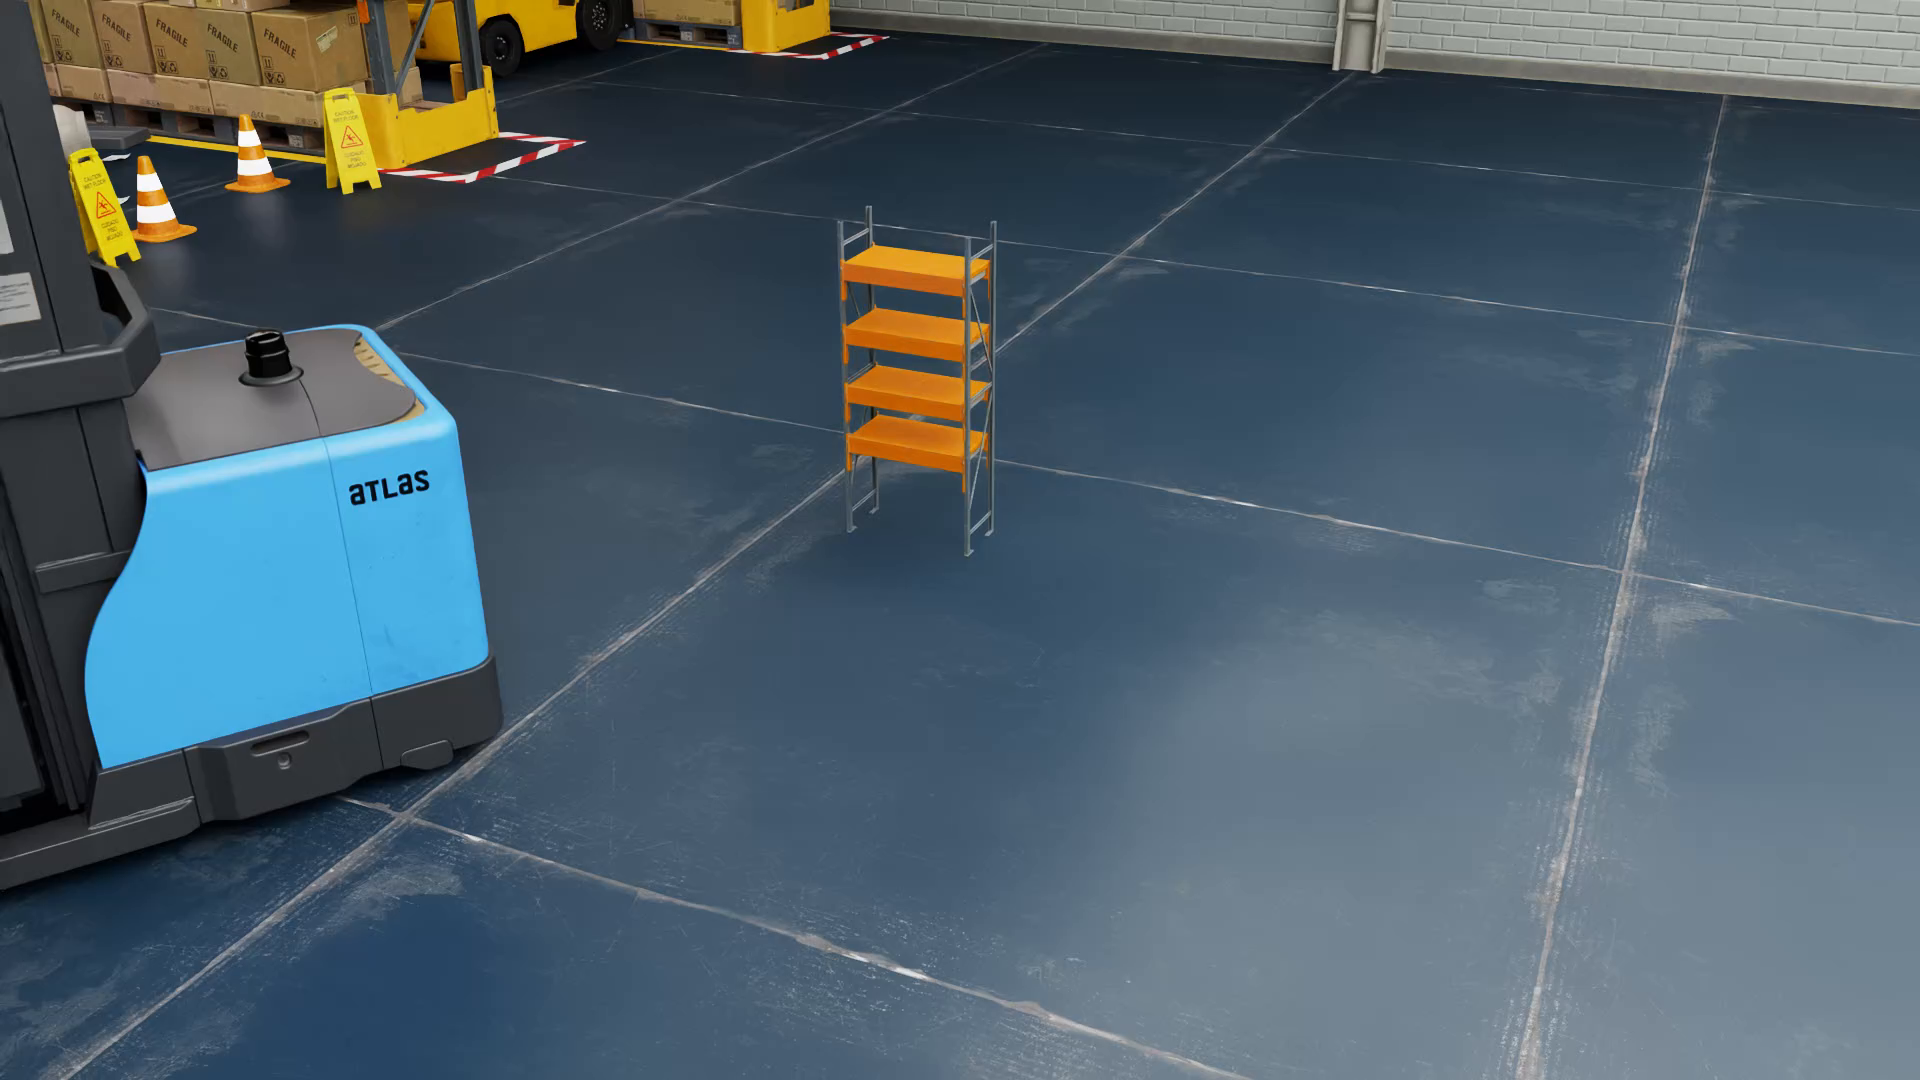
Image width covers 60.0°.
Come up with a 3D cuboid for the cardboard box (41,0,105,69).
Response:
[{"bbox_3d":[-6.448,-3.846,12.454,0.500,0.500,0.500,13,29,24],"label":"cardboard box"}]

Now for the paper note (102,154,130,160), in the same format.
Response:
[{"bbox_3d":[-5.933,-2.694,11.687,0.148,0.019,0.142,2,26,4],"label":"paper note"}]

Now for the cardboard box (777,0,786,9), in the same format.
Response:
[{"bbox_3d":[-2.039,-5.253,16.161,0.500,0.250,0.500,11,28,22],"label":"cardboard box"}]

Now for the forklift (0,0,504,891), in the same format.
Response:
[{"bbox_3d":[-2.887,-0.524,3.996,3.031,2.935,1.130,-15,30,-28],"label":"forklift"}]

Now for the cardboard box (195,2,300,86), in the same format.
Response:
[{"bbox_3d":[-5.038,-3.560,11.873,0.500,0.500,0.500,12,29,24],"label":"cardboard box"}]

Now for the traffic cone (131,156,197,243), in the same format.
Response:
[{"bbox_3d":[-4.800,-2.046,9.882,0.334,0.463,0.336,11,28,22],"label":"traffic cone"}]

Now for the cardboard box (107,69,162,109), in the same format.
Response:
[{"bbox_3d":[-5.966,-3.414,12.425,0.500,0.250,0.500,11,28,21],"label":"cardboard box"}]

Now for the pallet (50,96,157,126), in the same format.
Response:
[{"bbox_3d":[-6.740,-3.505,13.130,1.213,0.211,1.003,11,28,22],"label":"pallet"}]

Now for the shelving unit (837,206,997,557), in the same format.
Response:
[{"bbox_3d":[-0.151,-0.569,6.046,0.503,1.200,0.258,11,28,22],"label":"shelving unit"}]

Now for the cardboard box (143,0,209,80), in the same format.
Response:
[{"bbox_3d":[-5.495,-3.655,12.066,0.500,0.500,0.500,11,28,21],"label":"cardboard box"}]

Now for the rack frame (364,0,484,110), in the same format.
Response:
[{"bbox_3d":[-3.724,-4.133,11.249,0.127,3.000,1.000,11,28,22],"label":"rack frame"}]

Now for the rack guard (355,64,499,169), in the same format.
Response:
[{"bbox_3d":[-3.794,-3.025,11.829,0.348,0.500,1.175,11,28,22],"label":"rack guard"}]

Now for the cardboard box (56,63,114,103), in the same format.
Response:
[{"bbox_3d":[-6.450,-3.510,12.620,0.500,0.250,0.500,13,29,25],"label":"cardboard box"}]

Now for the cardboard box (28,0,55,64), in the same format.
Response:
[{"bbox_3d":[-6.940,-3.939,12.644,0.500,0.500,0.500,13,29,24],"label":"cardboard box"}]

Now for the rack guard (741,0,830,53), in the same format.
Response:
[{"bbox_3d":[-1.651,-5.004,15.847,0.348,0.500,1.175,11,28,22],"label":"rack guard"}]

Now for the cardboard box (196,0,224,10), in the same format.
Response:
[{"bbox_3d":[-5.151,-3.844,11.716,0.250,0.149,0.380,12,29,23],"label":"cardboard box"}]

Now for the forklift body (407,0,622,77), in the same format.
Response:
[{"bbox_3d":[-4.155,-5.362,14.706,1.214,2.155,2.313,11,28,22],"label":"forklift body"}]

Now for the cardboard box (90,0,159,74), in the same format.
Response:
[{"bbox_3d":[-5.977,-3.751,12.260,0.500,0.500,0.500,13,29,24],"label":"cardboard box"}]

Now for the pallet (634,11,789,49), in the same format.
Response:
[{"bbox_3d":[-2.387,-5.002,16.170,1.213,0.211,1.003,11,28,22],"label":"pallet"}]

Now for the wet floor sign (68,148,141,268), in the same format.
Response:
[{"bbox_3d":[-4.835,-1.859,9.295,0.232,0.644,0.267,6,27,13],"label":"wet floor sign"}]

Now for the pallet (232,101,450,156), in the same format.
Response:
[{"bbox_3d":[-4.518,-3.059,12.223,1.213,0.211,1.003,11,28,22],"label":"pallet"}]

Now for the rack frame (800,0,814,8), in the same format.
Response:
[{"bbox_3d":[-1.673,-6.130,15.304,0.127,3.000,1.000,11,28,22],"label":"rack frame"}]

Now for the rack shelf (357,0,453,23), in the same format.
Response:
[{"bbox_3d":[-5.545,-4.176,12.150,4.000,0.370,1.077,11,28,22],"label":"rack shelf"}]

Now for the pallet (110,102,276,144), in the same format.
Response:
[{"bbox_3d":[-5.625,-3.282,12.678,1.213,0.211,1.003,11,28,22],"label":"pallet"}]

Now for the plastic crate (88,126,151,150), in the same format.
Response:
[{"bbox_3d":[-6.276,-2.938,12.126,0.583,0.080,0.402,2,26,4],"label":"plastic crate"}]

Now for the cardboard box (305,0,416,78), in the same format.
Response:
[{"bbox_3d":[-4.366,-3.687,12.131,0.500,0.500,0.500,10,28,20],"label":"cardboard box"}]

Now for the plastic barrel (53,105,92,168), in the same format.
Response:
[{"bbox_3d":[-6.231,-2.746,11.348,0.512,0.421,0.421,-12,29,-23],"label":"plastic barrel"}]

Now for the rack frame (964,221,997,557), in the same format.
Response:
[{"bbox_3d":[0.071,-0.524,5.956,0.015,1.200,0.240,11,28,22],"label":"rack frame"}]

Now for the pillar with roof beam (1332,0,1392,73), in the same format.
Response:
[{"bbox_3d":[1.746,-6.483,9.229,0.400,9.000,9.100,11,28,22],"label":"pillar with roof beam"}]

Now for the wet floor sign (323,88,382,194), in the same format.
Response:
[{"bbox_3d":[-3.994,-2.612,10.824,0.232,0.644,0.267,23,35,39],"label":"wet floor sign"}]

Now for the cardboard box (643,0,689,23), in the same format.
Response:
[{"bbox_3d":[-2.680,-5.138,15.927,0.500,0.250,0.500,11,28,22],"label":"cardboard box"}]

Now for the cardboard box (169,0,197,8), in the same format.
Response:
[{"bbox_3d":[-5.390,-3.893,11.816,0.250,0.149,0.380,13,29,24],"label":"cardboard box"}]

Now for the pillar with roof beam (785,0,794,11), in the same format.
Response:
[{"bbox_3d":[-3.716,-7.580,11.458,0.400,9.000,9.100,11,28,22],"label":"pillar with roof beam"}]

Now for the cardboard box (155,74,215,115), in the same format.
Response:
[{"bbox_3d":[-5.519,-3.319,12.232,0.500,0.250,0.500,10,28,20],"label":"cardboard box"}]

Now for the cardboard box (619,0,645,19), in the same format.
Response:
[{"bbox_3d":[-3.132,-5.233,16.121,0.500,0.250,0.500,12,29,22],"label":"cardboard box"}]

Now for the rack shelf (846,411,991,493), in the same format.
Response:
[{"bbox_3d":[-0.151,-0.330,6.164,0.480,0.148,0.258,11,28,22],"label":"rack shelf"}]

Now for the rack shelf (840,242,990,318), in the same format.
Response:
[{"bbox_3d":[-0.151,-0.921,5.873,0.480,0.148,0.258,11,28,22],"label":"rack shelf"}]

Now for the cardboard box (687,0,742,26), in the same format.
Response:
[{"bbox_3d":[-2.232,-5.043,15.735,0.500,0.250,0.500,12,28,22],"label":"cardboard box"}]

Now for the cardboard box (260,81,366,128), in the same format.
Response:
[{"bbox_3d":[-4.593,-3.132,11.853,0.500,0.250,0.500,11,28,22],"label":"cardboard box"}]

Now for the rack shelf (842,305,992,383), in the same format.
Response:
[{"bbox_3d":[-0.151,-0.709,5.977,0.480,0.148,0.258,11,28,22],"label":"rack shelf"}]

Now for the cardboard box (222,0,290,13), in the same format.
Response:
[{"bbox_3d":[-4.924,-3.797,11.620,0.250,0.149,0.380,12,29,23],"label":"cardboard box"}]

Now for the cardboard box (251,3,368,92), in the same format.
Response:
[{"bbox_3d":[-4.562,-3.466,11.682,0.500,0.500,0.500,12,28,22],"label":"cardboard box"}]

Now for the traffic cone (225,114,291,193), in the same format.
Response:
[{"bbox_3d":[-4.650,-2.555,10.915,0.334,0.463,0.336,11,28,22],"label":"traffic cone"}]

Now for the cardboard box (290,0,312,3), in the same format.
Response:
[{"bbox_3d":[-4.844,-3.781,12.322,0.500,0.500,0.500,10,28,20],"label":"cardboard box"}]

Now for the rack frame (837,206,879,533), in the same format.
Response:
[{"bbox_3d":[-0.373,-0.613,6.137,0.015,1.200,0.240,11,28,22],"label":"rack frame"}]

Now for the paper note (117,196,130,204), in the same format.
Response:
[{"bbox_3d":[-5.409,-2.173,10.630,0.142,0.019,0.148,2,26,4],"label":"paper note"}]

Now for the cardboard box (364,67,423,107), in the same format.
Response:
[{"bbox_3d":[-4.344,-3.347,12.289,0.500,0.250,0.500,11,28,21],"label":"cardboard box"}]

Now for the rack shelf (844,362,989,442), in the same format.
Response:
[{"bbox_3d":[-0.151,-0.508,6.076,0.480,0.148,0.258,11,28,22],"label":"rack shelf"}]

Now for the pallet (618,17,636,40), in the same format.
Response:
[{"bbox_3d":[-3.493,-5.225,16.624,1.213,0.211,1.003,11,28,22],"label":"pallet"}]

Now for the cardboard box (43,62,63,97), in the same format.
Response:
[{"bbox_3d":[-6.940,-3.603,12.809,0.500,0.250,0.500,10,28,19],"label":"cardboard box"}]

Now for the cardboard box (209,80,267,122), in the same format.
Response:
[{"bbox_3d":[-5.040,-3.225,12.043,0.500,0.250,0.500,11,28,22],"label":"cardboard box"}]
